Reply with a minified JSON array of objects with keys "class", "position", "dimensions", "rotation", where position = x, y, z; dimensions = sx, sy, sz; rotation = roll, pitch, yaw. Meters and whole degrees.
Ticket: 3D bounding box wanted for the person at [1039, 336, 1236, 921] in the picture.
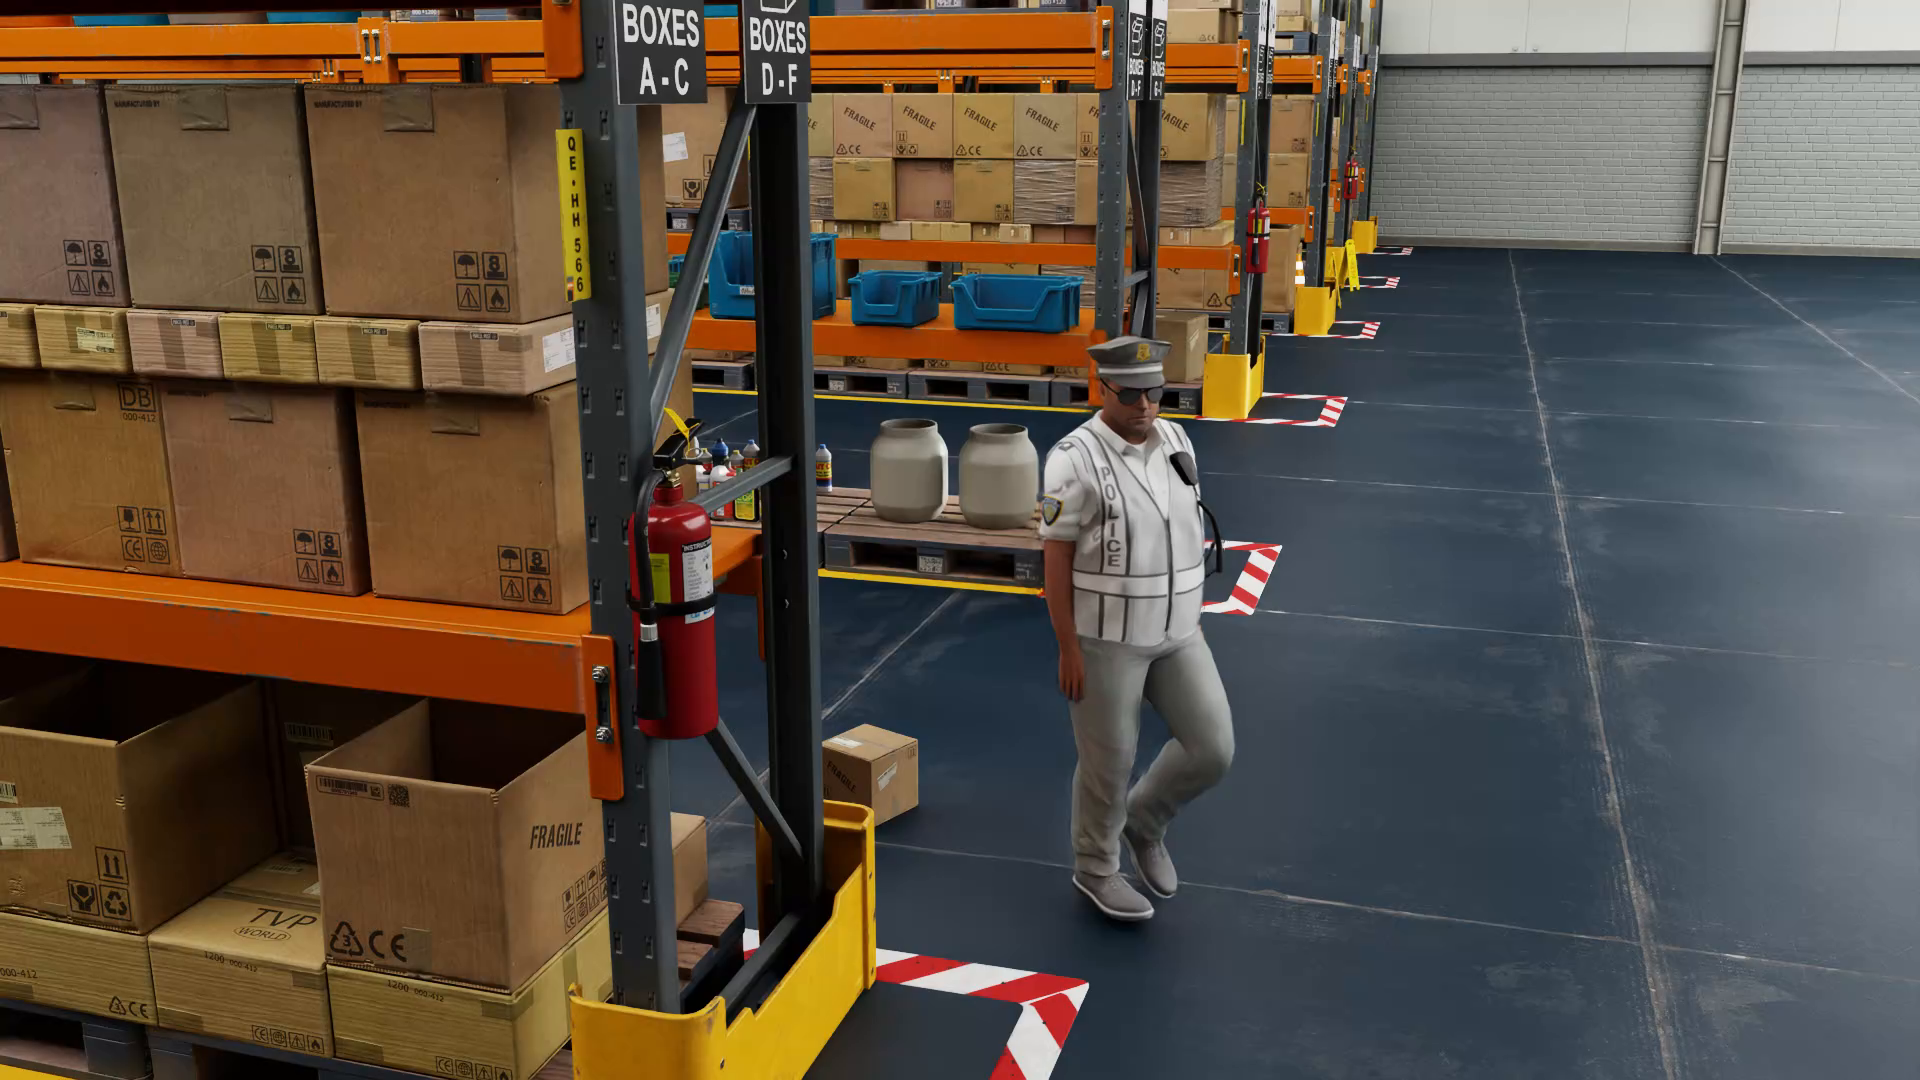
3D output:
[{"class":"person","position":[0.525,0.291,4.879],"dimensions":[0.575,1.785,0.452],"rotation":[-9,17,-29]}]
